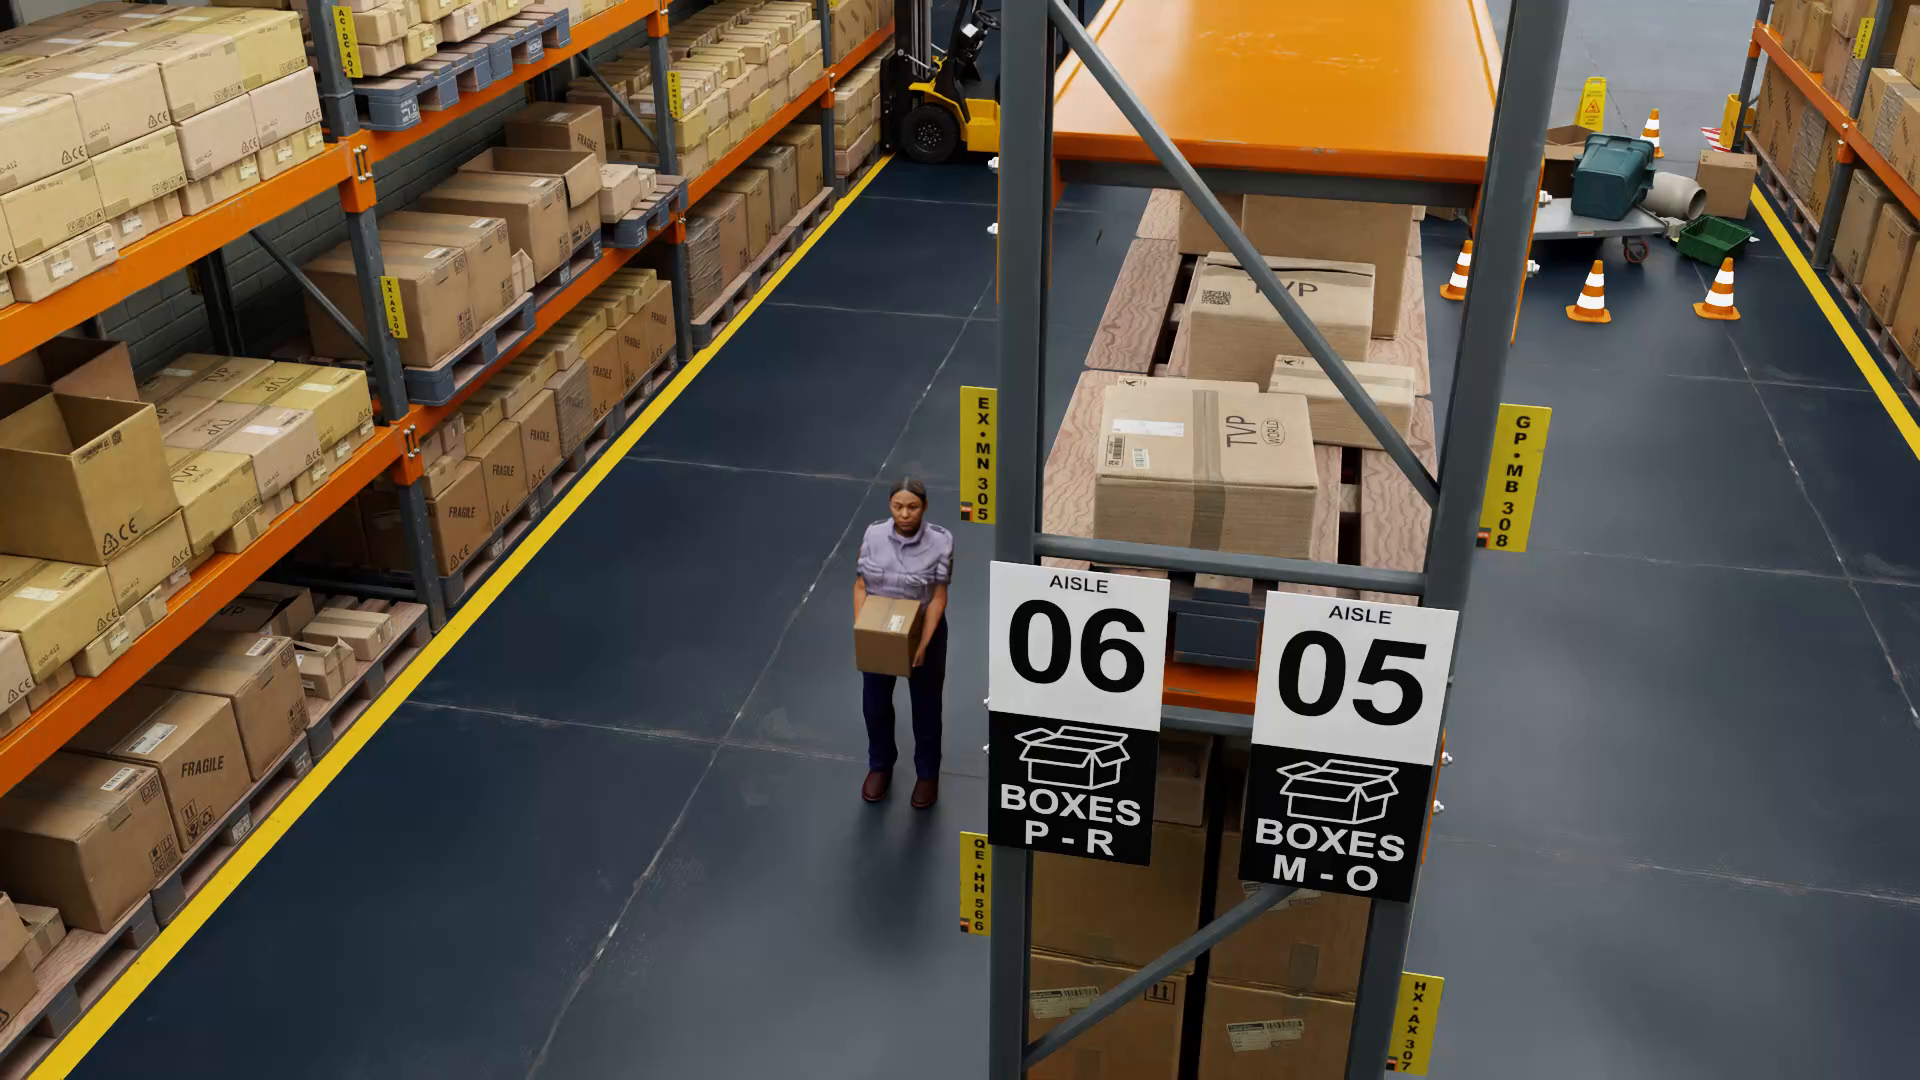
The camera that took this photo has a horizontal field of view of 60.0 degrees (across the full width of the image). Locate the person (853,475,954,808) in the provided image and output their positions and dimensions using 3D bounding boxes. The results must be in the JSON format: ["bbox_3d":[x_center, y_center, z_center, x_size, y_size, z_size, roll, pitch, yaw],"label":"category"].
[{"bbox_3d":[-0.276,0.499,7.737,0.452,1.640,0.519,6,30,11],"label":"person"}]
